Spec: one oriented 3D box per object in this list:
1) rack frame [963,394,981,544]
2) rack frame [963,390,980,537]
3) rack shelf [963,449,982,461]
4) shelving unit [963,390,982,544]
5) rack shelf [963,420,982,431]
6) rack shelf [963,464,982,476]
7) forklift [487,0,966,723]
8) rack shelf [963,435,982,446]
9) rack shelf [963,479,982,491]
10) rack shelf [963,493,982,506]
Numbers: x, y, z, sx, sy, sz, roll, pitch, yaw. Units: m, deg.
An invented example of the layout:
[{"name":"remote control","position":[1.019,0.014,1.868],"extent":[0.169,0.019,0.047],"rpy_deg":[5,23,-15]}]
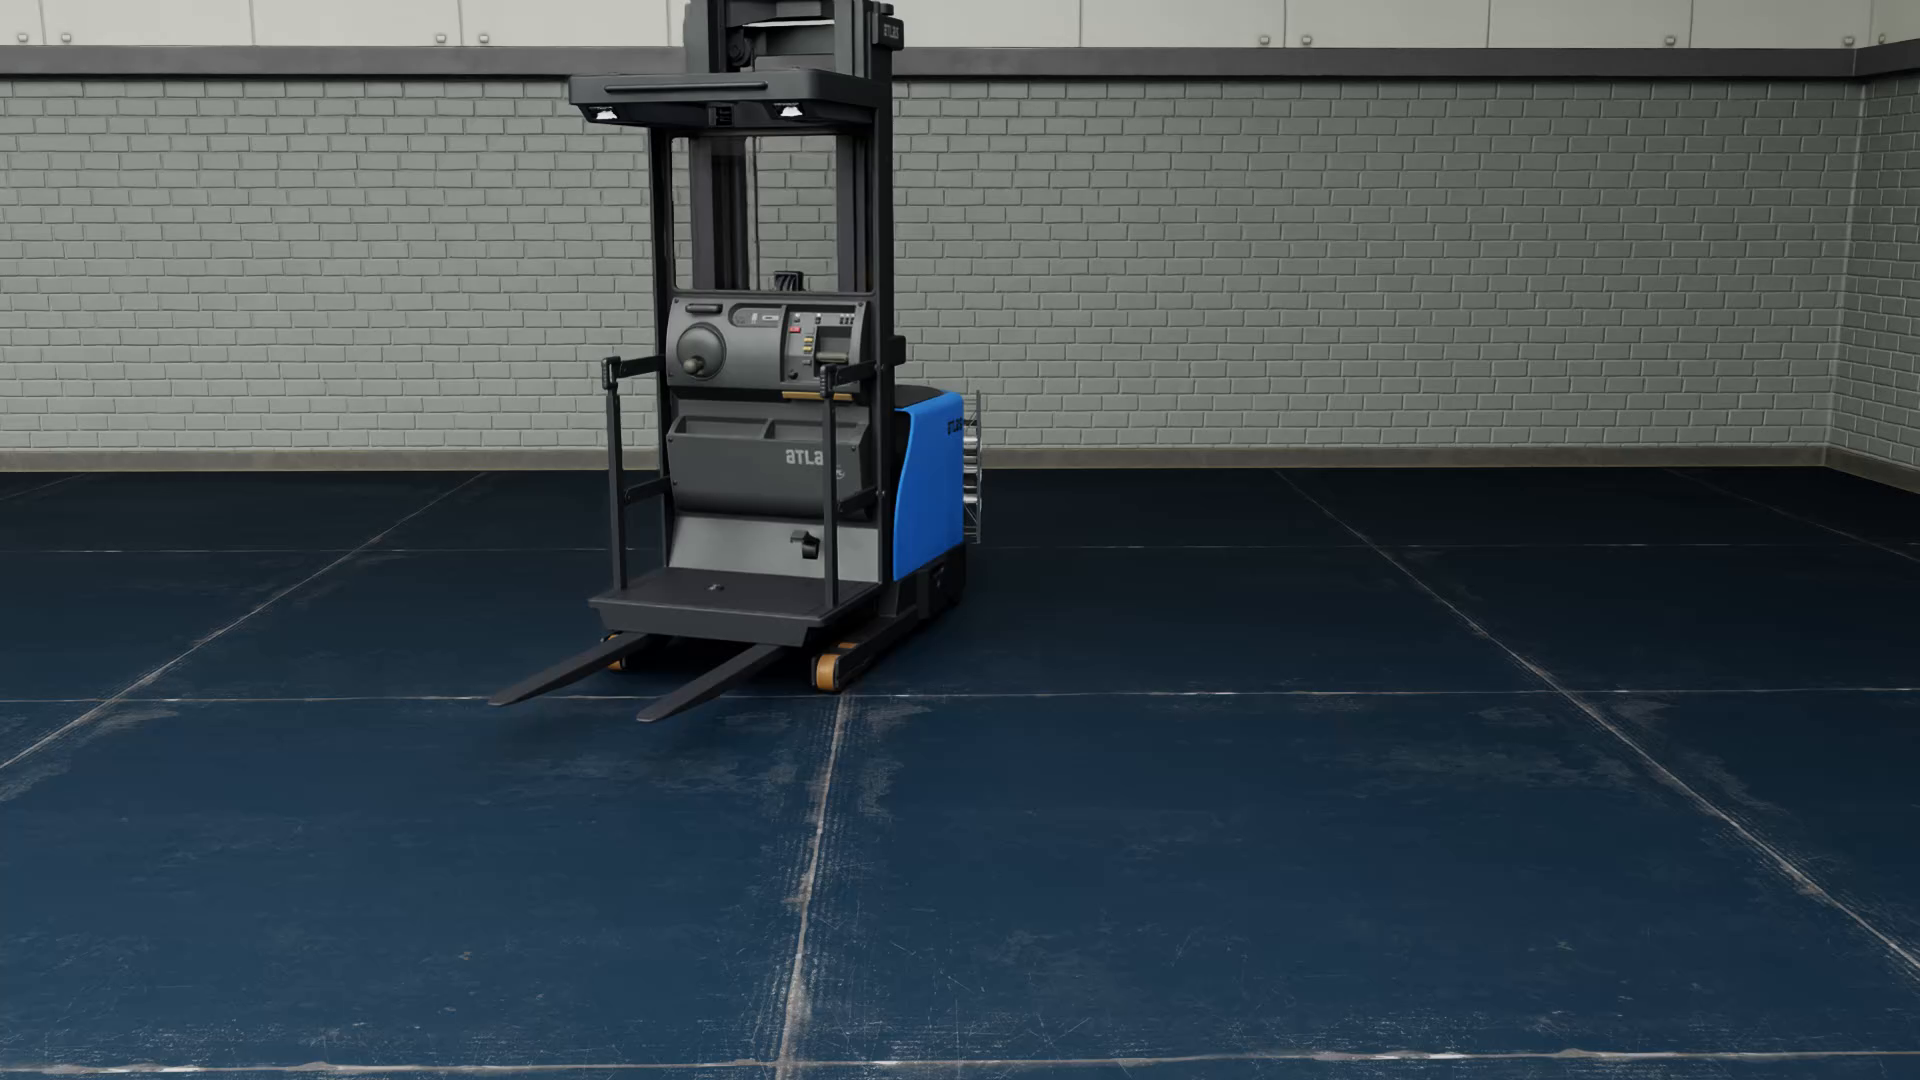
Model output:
[{"name":"rack frame","position":[0.002,-0.419,9.862],"extent":[0.240,0.900,0.006],"rpy_deg":[0,11,-1]},{"name":"rack frame","position":[-0.002,-0.460,10.061],"extent":[0.240,0.900,0.006],"rpy_deg":[0,11,-1]},{"name":"rack shelf","position":[0.000,-0.495,9.950],"extent":[0.258,0.077,0.200],"rpy_deg":[0,11,-1]},{"name":"shelving unit","position":[0.000,-0.439,9.962],"extent":[0.258,0.900,0.210],"rpy_deg":[0,11,-1]},{"name":"rack shelf","position":[0.000,-0.671,9.915],"extent":[0.258,0.077,0.200],"rpy_deg":[0,11,-1]},{"name":"rack shelf","position":[0.000,-0.407,9.968],"extent":[0.258,0.077,0.200],"rpy_deg":[0,11,-1]},{"name":"forklift","position":[-0.918,-0.890,7.075],"extent":[1.130,2.935,3.031],"rpy_deg":[4,12,18]},{"name":"rack shelf","position":[0.000,-0.583,9.932],"extent":[0.258,0.077,0.200],"rpy_deg":[0,11,-1]},{"name":"rack shelf","position":[0.000,-0.319,9.986],"extent":[0.258,0.077,0.200],"rpy_deg":[0,11,-1]},{"name":"rack shelf","position":[0.000,-0.230,10.004],"extent":[0.258,0.077,0.200],"rpy_deg":[0,11,-1]}]
